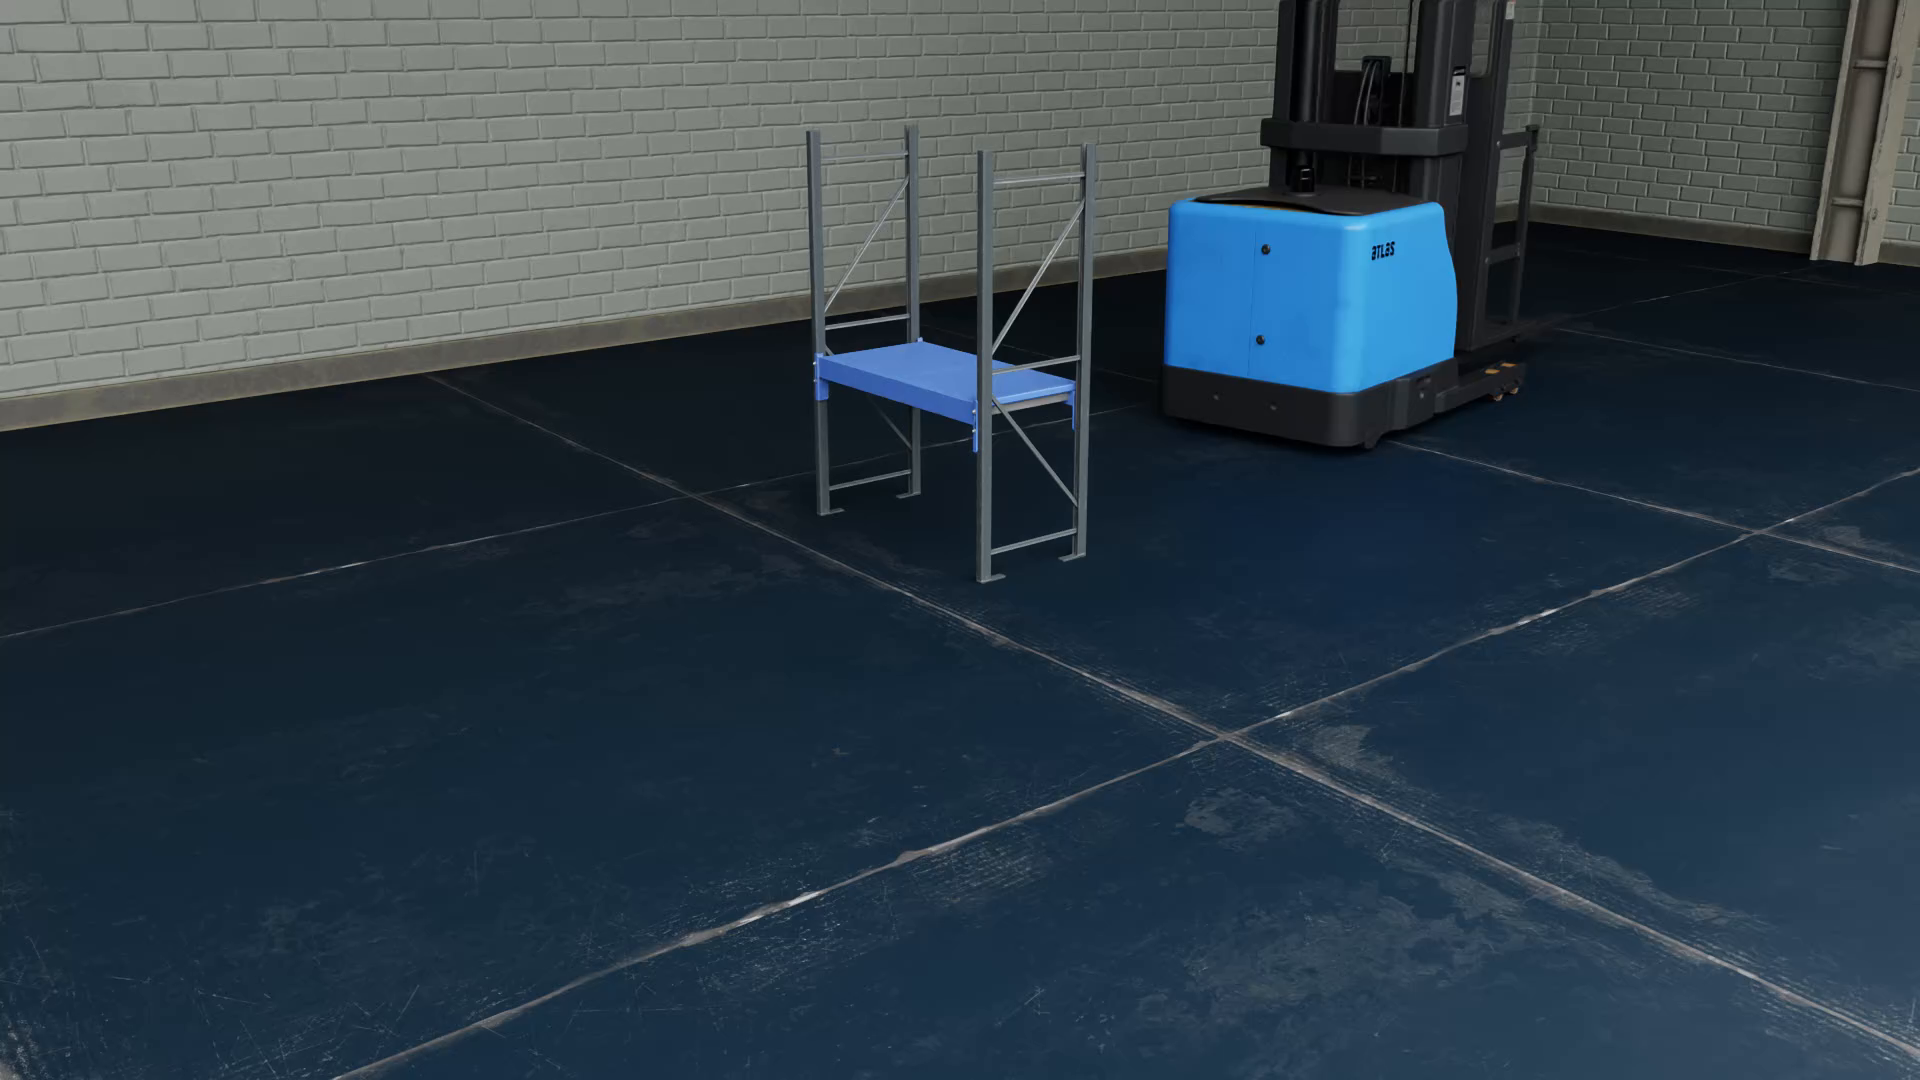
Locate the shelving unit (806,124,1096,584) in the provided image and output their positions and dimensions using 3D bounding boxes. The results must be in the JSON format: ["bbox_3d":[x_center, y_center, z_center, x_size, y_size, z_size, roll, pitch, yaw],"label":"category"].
[{"bbox_3d":[-0.053,-0.733,6.190,0.538,1.500,1.048,-14,23,-36],"label":"shelving unit"}]

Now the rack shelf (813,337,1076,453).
[{"bbox_3d":[-0.053,-0.562,6.247,0.538,0.185,1.000,-14,23,-36],"label":"rack shelf"}]

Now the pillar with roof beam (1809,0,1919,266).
[{"bbox_3d":[3.492,-5.602,8.966,9.100,9.000,0.400,-14,23,-36],"label":"pillar with roof beam"}]

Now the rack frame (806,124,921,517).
[{"bbox_3d":[-0.369,-0.858,6.568,0.500,1.500,0.032,-14,23,-36],"label":"rack frame"}]

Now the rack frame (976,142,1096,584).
[{"bbox_3d":[0.263,-0.608,5.812,0.500,1.500,0.032,-14,23,-36],"label":"rack frame"}]

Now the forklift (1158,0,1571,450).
[{"bbox_3d":[2.290,-2.191,8.316,1.130,2.935,3.031,15,24,38],"label":"forklift"}]
